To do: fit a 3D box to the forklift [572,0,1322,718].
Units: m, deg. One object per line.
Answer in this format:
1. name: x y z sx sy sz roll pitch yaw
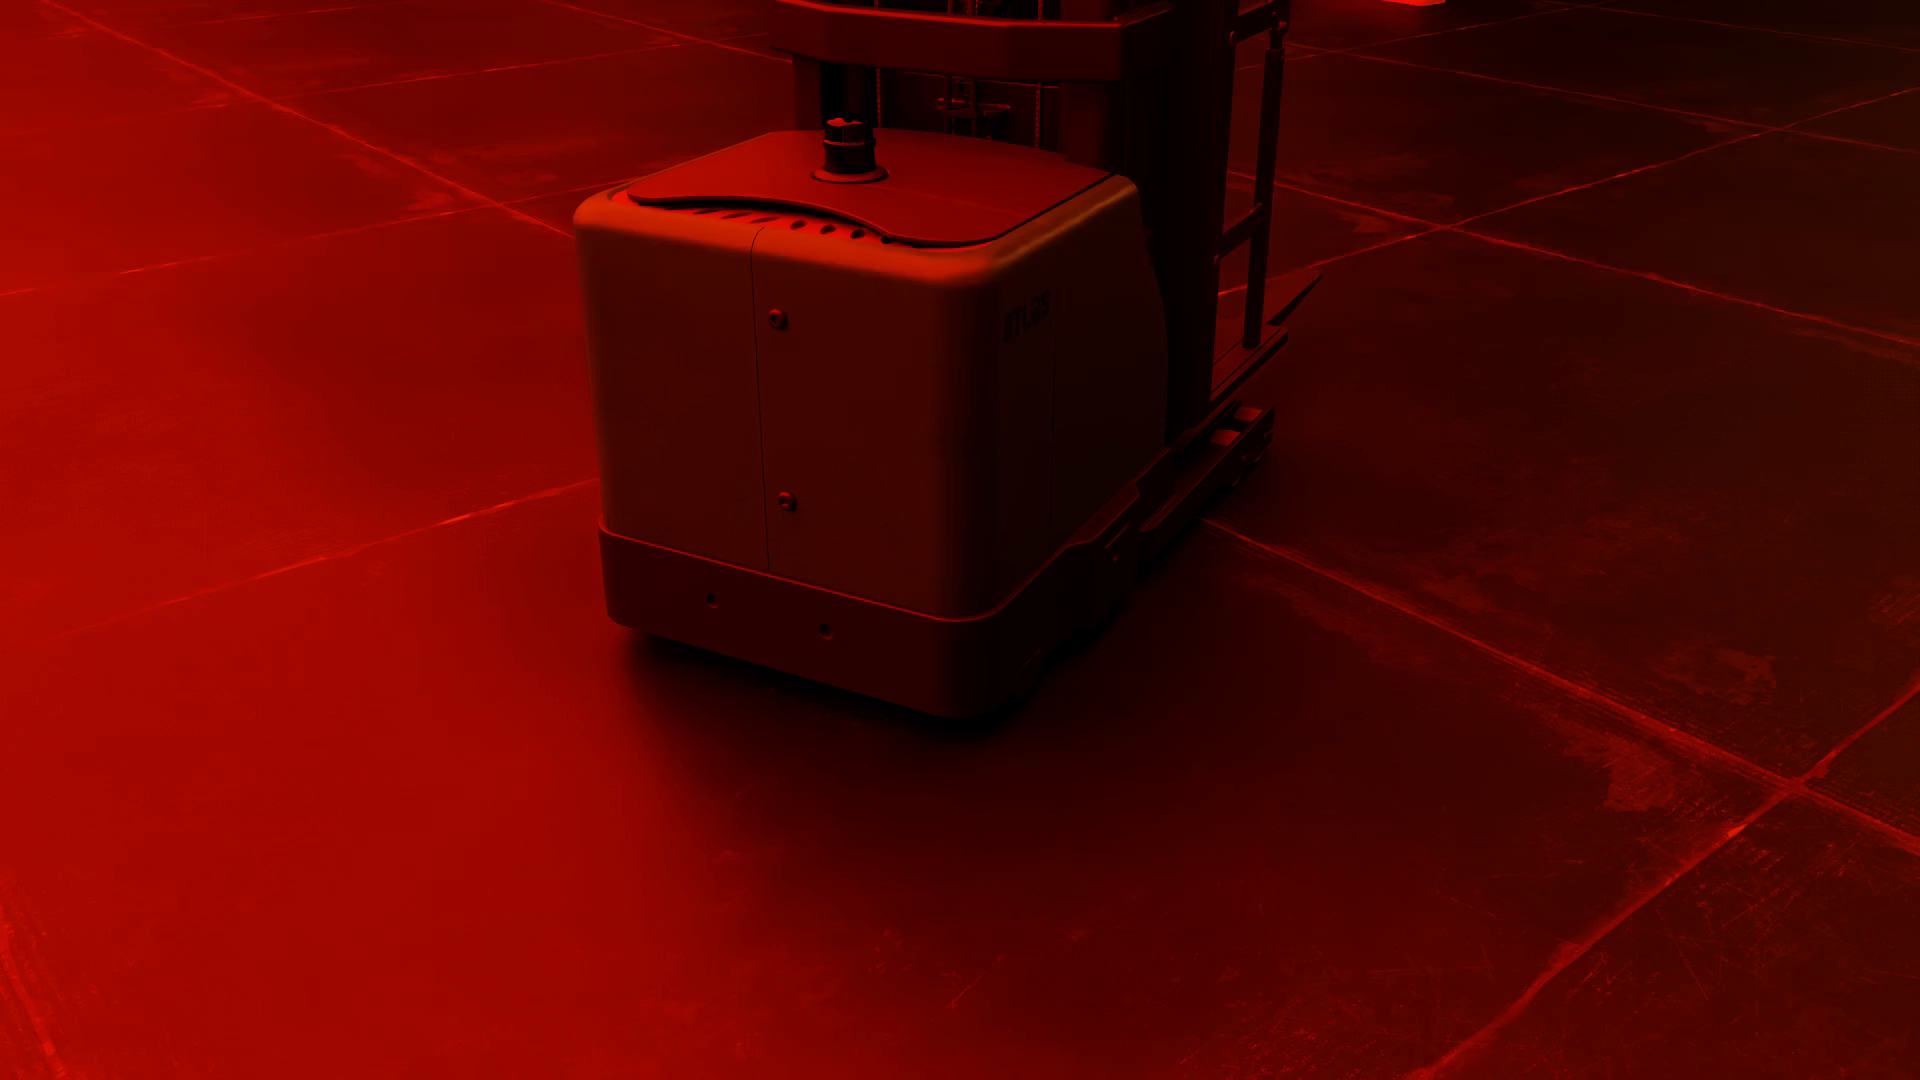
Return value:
1. forklift: 0.285 -1.552 4.331 1.130 2.935 3.031 13 29 25
